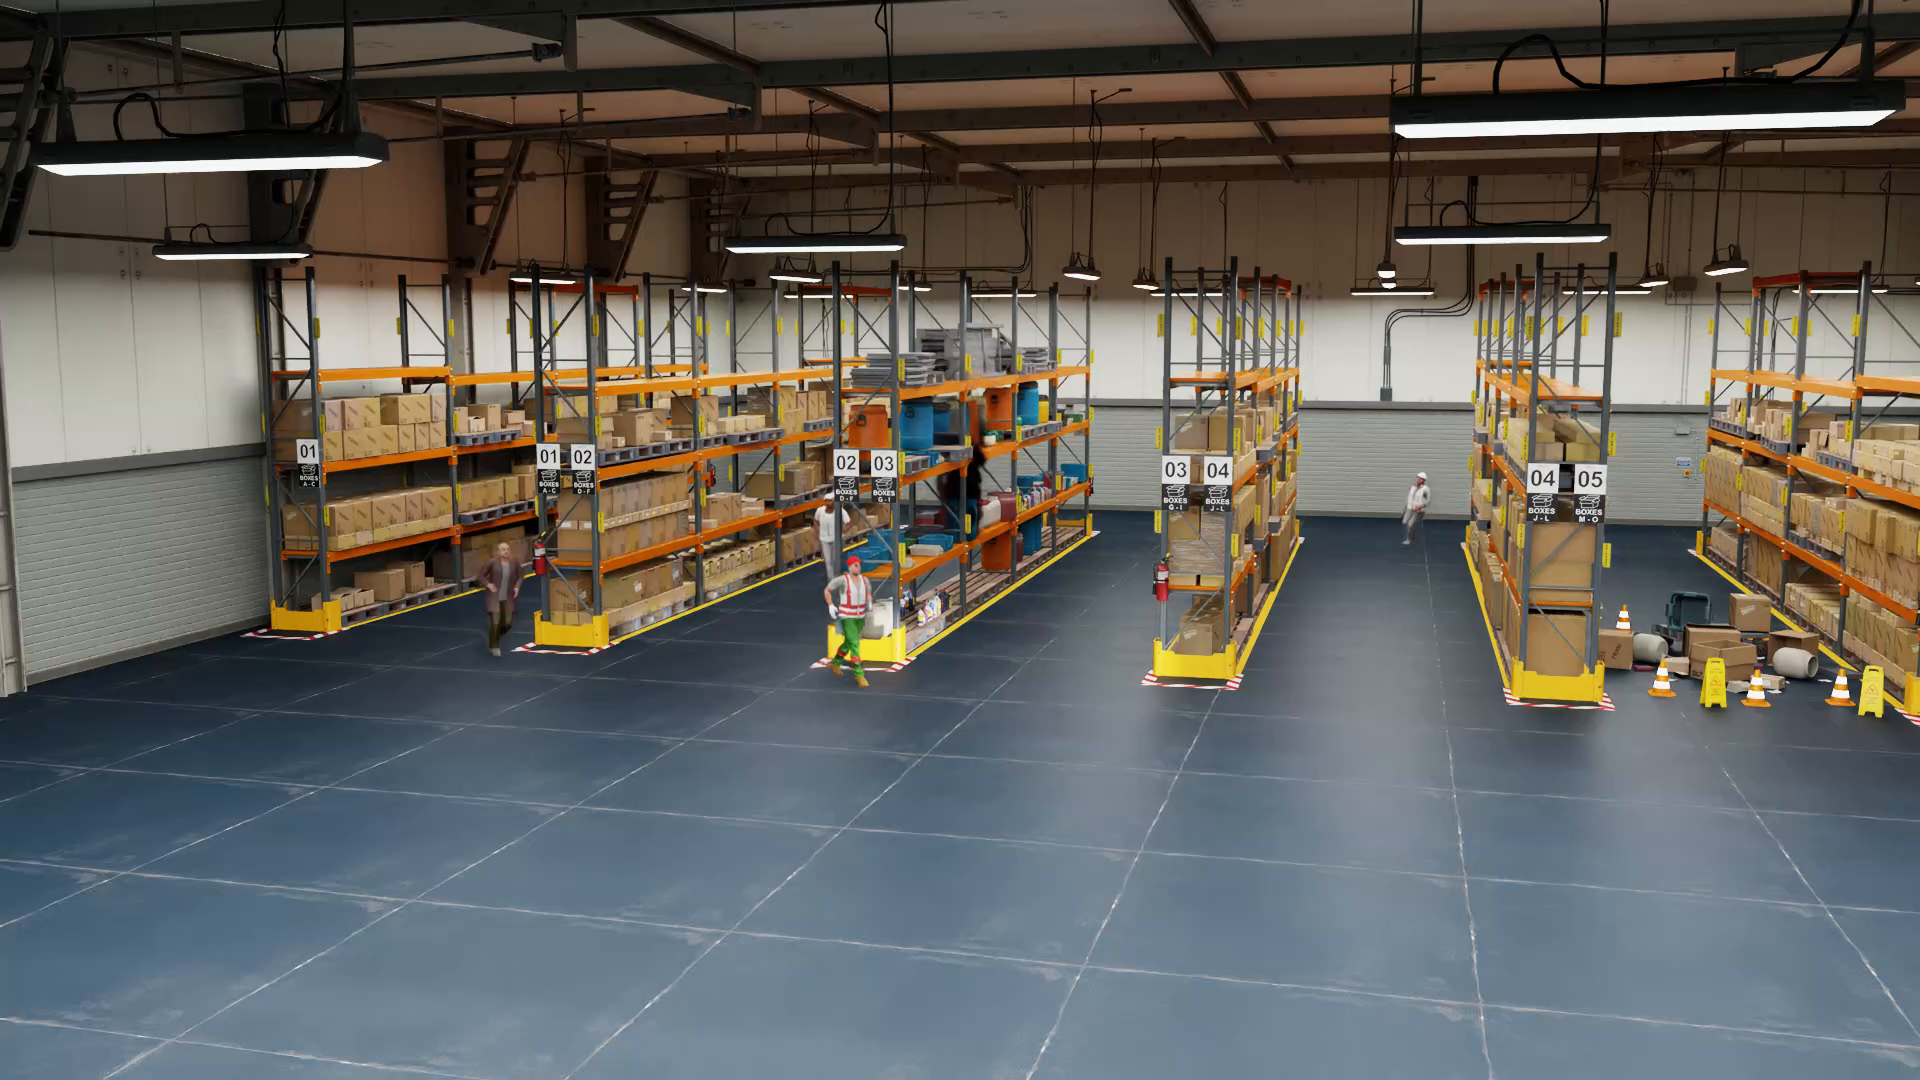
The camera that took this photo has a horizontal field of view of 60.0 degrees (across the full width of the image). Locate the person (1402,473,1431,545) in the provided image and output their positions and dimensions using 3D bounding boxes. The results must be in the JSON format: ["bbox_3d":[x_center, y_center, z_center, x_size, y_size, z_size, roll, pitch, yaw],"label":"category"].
[{"bbox_3d":[10.534,-0.711,38.445,0.528,1.694,0.679,-7,10,-42],"label":"person"}]

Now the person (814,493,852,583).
[{"bbox_3d":[-2.338,0.020,30.267,0.726,1.764,0.823,1,7,9],"label":"person"}]

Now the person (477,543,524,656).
[{"bbox_3d":[-7.085,0.901,25.737,0.738,1.725,0.689,-4,8,-30],"label":"person"}]

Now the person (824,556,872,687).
[{"bbox_3d":[-1.525,1.114,23.600,0.668,1.805,0.946,-7,10,-44],"label":"person"}]
